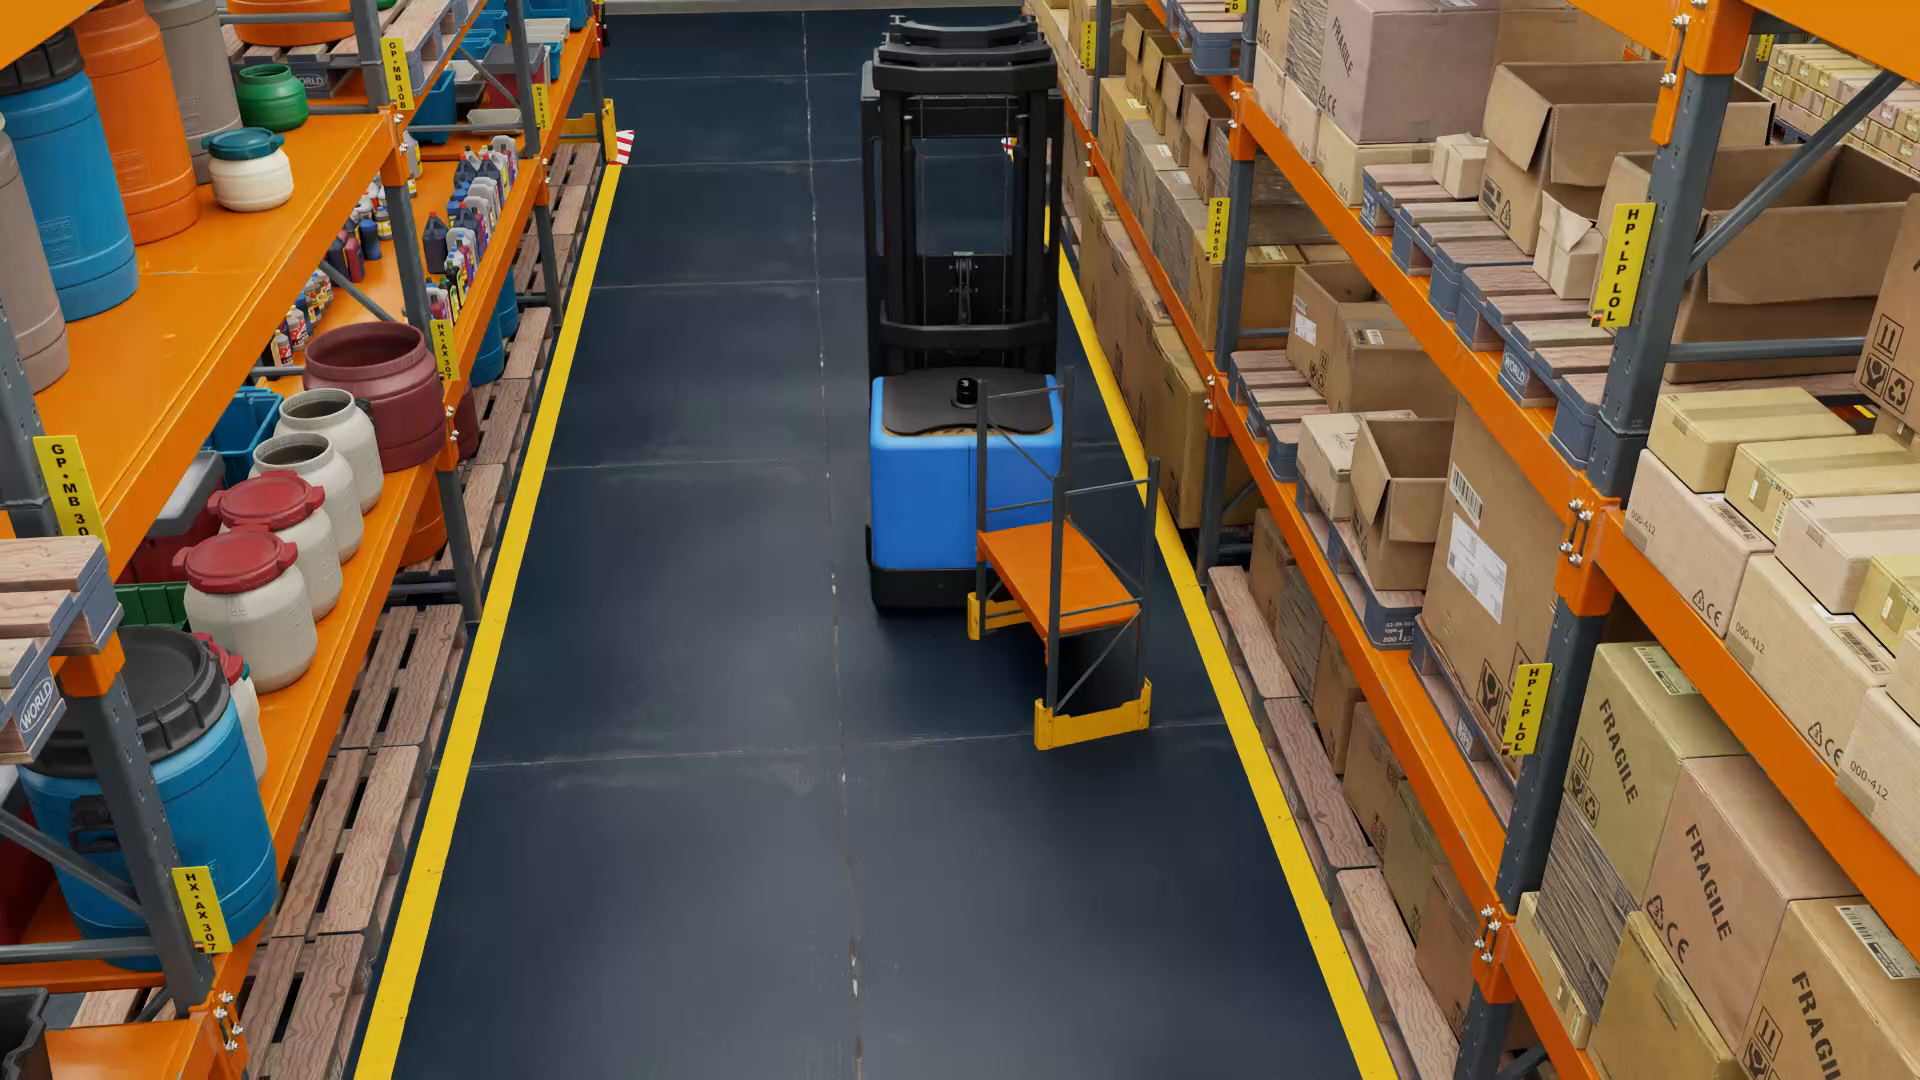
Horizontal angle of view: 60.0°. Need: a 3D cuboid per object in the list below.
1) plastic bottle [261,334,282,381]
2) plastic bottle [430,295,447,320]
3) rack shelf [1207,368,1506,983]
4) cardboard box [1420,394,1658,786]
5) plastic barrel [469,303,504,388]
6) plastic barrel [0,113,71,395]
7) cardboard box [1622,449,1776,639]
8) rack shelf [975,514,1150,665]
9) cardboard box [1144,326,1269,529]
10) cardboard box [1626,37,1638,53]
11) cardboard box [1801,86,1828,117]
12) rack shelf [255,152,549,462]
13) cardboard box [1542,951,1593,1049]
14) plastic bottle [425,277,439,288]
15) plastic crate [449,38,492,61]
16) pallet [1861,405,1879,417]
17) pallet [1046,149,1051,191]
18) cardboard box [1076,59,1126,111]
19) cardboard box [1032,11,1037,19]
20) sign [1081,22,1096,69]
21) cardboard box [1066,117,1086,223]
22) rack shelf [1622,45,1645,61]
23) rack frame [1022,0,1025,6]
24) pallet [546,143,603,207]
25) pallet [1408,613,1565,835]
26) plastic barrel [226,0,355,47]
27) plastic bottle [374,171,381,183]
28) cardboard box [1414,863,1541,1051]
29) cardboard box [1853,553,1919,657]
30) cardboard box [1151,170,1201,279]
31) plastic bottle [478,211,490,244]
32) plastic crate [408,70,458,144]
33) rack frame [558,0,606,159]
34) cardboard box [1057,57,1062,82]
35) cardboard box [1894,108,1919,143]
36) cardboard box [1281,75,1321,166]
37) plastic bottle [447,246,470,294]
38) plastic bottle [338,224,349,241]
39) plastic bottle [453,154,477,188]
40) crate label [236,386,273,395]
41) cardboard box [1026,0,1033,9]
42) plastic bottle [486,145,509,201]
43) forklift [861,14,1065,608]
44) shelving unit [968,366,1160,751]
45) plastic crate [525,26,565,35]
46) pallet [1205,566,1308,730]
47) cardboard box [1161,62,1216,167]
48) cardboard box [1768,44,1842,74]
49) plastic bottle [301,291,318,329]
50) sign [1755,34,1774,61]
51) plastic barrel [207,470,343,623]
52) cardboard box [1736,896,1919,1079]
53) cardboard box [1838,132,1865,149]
[{"bbox_3d":[-3.560,-0.975,8.570,0.061,0.283,0.133,-3,31,-5],"label":"plastic bottle"},{"bbox_3d":[-2.801,-1.195,8.939,0.061,0.283,0.133,-3,31,-5],"label":"plastic bottle"},{"bbox_3d":[2.021,0.254,7.101,1.077,0.370,4.000,-3,31,-5],"label":"rack shelf"},{"bbox_3d":[2.273,0.116,5.636,1.000,1.000,1.000,-3,31,-4],"label":"cardboard box"},{"bbox_3d":[-3.371,-1.520,11.007,0.600,0.901,0.708,-3,31,-5],"label":"plastic barrel"},{"bbox_3d":[-3.048,-0.883,4.888,0.600,0.901,0.600,0,31,0],"label":"plastic barrel"},{"bbox_3d":[1.995,-0.015,4.071,0.500,0.250,0.500,-4,31,-7],"label":"cardboard box"},{"bbox_3d":[0.489,0.227,8.259,0.538,0.185,1.000,-10,32,-16],"label":"rack shelf"},{"bbox_3d":[1.790,-0.697,9.655,1.225,0.875,0.875,-4,31,-7],"label":"cardboard box"},{"bbox_3d":[5.935,-4.263,14.208,0.380,0.149,0.250,-2,31,-3],"label":"cardboard box"},{"bbox_3d":[6.038,-3.017,11.421,0.380,0.149,0.250,-2,31,-3],"label":"cardboard box"},{"bbox_3d":[-3.284,-1.551,10.123,1.077,0.370,4.000,-3,31,-5],"label":"rack shelf"},{"bbox_3d":[1.939,1.327,4.849,0.380,0.149,0.250,-3,31,-5],"label":"cardboard box"},{"bbox_3d":[-2.903,-1.314,9.149,0.097,0.271,0.097,0,31,0],"label":"plastic bottle"},{"bbox_3d":[-3.998,-3.910,13.475,0.416,0.233,0.300,-3,31,-5],"label":"plastic crate"},{"bbox_3d":[6.599,-1.085,11.361,1.003,0.211,1.213,-3,31,-5],"label":"pallet"},{"bbox_3d":[1.239,-3.559,15.502,1.003,0.211,1.213,-3,31,-5],"label":"pallet"},{"bbox_3d":[1.158,-3.394,12.364,0.500,0.250,0.500,-3,31,-6],"label":"cardboard box"},{"bbox_3d":[0.841,-4.594,14.761,0.380,0.149,0.250,-3,31,-6],"label":"cardboard box"},{"bbox_3d":[0.908,-3.496,11.757,0.100,0.325,0.005,-3,31,-5],"label":"sign"},{"bbox_3d":[1.394,-3.187,13.822,0.875,0.875,0.875,-3,31,-5],"label":"cardboard box"},{"bbox_3d":[6.221,-4.016,14.251,1.077,0.370,4.000,-3,31,-5],"label":"rack shelf"},{"bbox_3d":[1.087,-5.160,15.464,1.000,3.000,0.127,-3,31,-5],"label":"rack frame"},{"bbox_3d":[-3.806,-3.303,15.074,1.003,0.211,1.213,-3,31,-5],"label":"pallet"},{"bbox_3d":[2.281,0.652,5.921,1.003,0.211,1.213,-3,31,-5],"label":"pallet"},{"bbox_3d":[-3.147,-2.781,7.727,0.600,0.830,0.708,-3,31,-5],"label":"plastic barrel"},{"bbox_3d":[-3.789,-2.324,10.841,0.097,0.271,0.097,0,31,0],"label":"plastic bottle"},{"bbox_3d":[2.172,1.536,6.262,0.700,0.500,0.500,-5,31,-8],"label":"cardboard box"},{"bbox_3d":[2.094,0.148,3.409,0.380,0.149,0.250,-2,31,-3],"label":"cardboard box"},{"bbox_3d":[1.449,-1.879,9.873,0.500,0.500,0.500,-4,31,-6],"label":"cardboard box"},{"bbox_3d":[-2.959,-1.921,10.234,0.097,0.201,0.097,0,31,0],"label":"plastic bottle"},{"bbox_3d":[-3.854,-3.122,12.008,0.392,0.384,0.575,-3,31,-5],"label":"plastic crate"},{"bbox_3d":[-3.845,-4.923,15.067,1.000,3.000,0.127,-3,31,-5],"label":"rack frame"},{"bbox_3d":[0.985,-3.806,13.442,0.380,0.149,0.250,-3,31,-5],"label":"cardboard box"},{"bbox_3d":[6.138,-2.611,10.452,0.380,0.149,0.250,-2,31,-3],"label":"cardboard box"},{"bbox_3d":[1.672,-1.785,7.034,0.500,0.250,0.500,-2,31,-3],"label":"cardboard box"},{"bbox_3d":[-2.886,-1.552,9.549,0.097,0.271,0.097,0,31,0],"label":"plastic bottle"},{"bbox_3d":[-3.636,-1.724,9.824,0.061,0.283,0.133,-3,31,-5],"label":"plastic bottle"},{"bbox_3d":[-3.185,-2.305,10.731,0.144,0.351,0.185,-3,31,-5],"label":"plastic bottle"},{"bbox_3d":[-3.431,-0.534,7.882,0.303,0.233,0.416,-3,31,-5],"label":"crate label"},{"bbox_3d":[0.863,-4.966,14.994,0.500,0.250,0.500,-4,31,-6],"label":"cardboard box"},{"bbox_3d":[-3.059,-2.406,10.901,0.144,0.351,0.185,-3,31,-5],"label":"plastic bottle"},{"bbox_3d":[0.006,-1.611,9.590,1.130,2.935,3.031,-1,31,-1],"label":"forklift"},{"bbox_3d":[0.487,0.068,8.174,0.587,1.500,1.083,-10,32,-16],"label":"shelving unit"},{"bbox_3d":[-3.575,-4.279,14.188,0.396,0.136,0.243,-3,31,-5],"label":"plastic crate"},{"bbox_3d":[1.906,0.520,8.673,1.003,0.211,1.213,-3,31,-5],"label":"pallet"},{"bbox_3d":[1.655,-2.598,10.099,0.797,0.503,0.637,-2,31,-3],"label":"cardboard box"},{"bbox_3d":[5.987,-3.409,11.787,0.380,0.149,0.250,-1,31,-2],"label":"cardboard box"},{"bbox_3d":[-3.601,-1.266,9.138,0.097,0.201,0.097,0,31,0],"label":"plastic bottle"},{"bbox_3d":[5.869,-3.646,12.084,0.100,0.325,0.005,-3,31,-5],"label":"sign"},{"bbox_3d":[-2.703,0.051,6.607,0.433,0.535,0.433,0,31,0],"label":"plastic barrel"},{"bbox_3d":[2.091,1.119,3.589,0.500,0.500,0.500,-3,31,-5],"label":"cardboard box"},{"bbox_3d":[6.085,-2.626,11.057,0.380,0.149,0.250,-4,31,-7],"label":"cardboard box"}]
